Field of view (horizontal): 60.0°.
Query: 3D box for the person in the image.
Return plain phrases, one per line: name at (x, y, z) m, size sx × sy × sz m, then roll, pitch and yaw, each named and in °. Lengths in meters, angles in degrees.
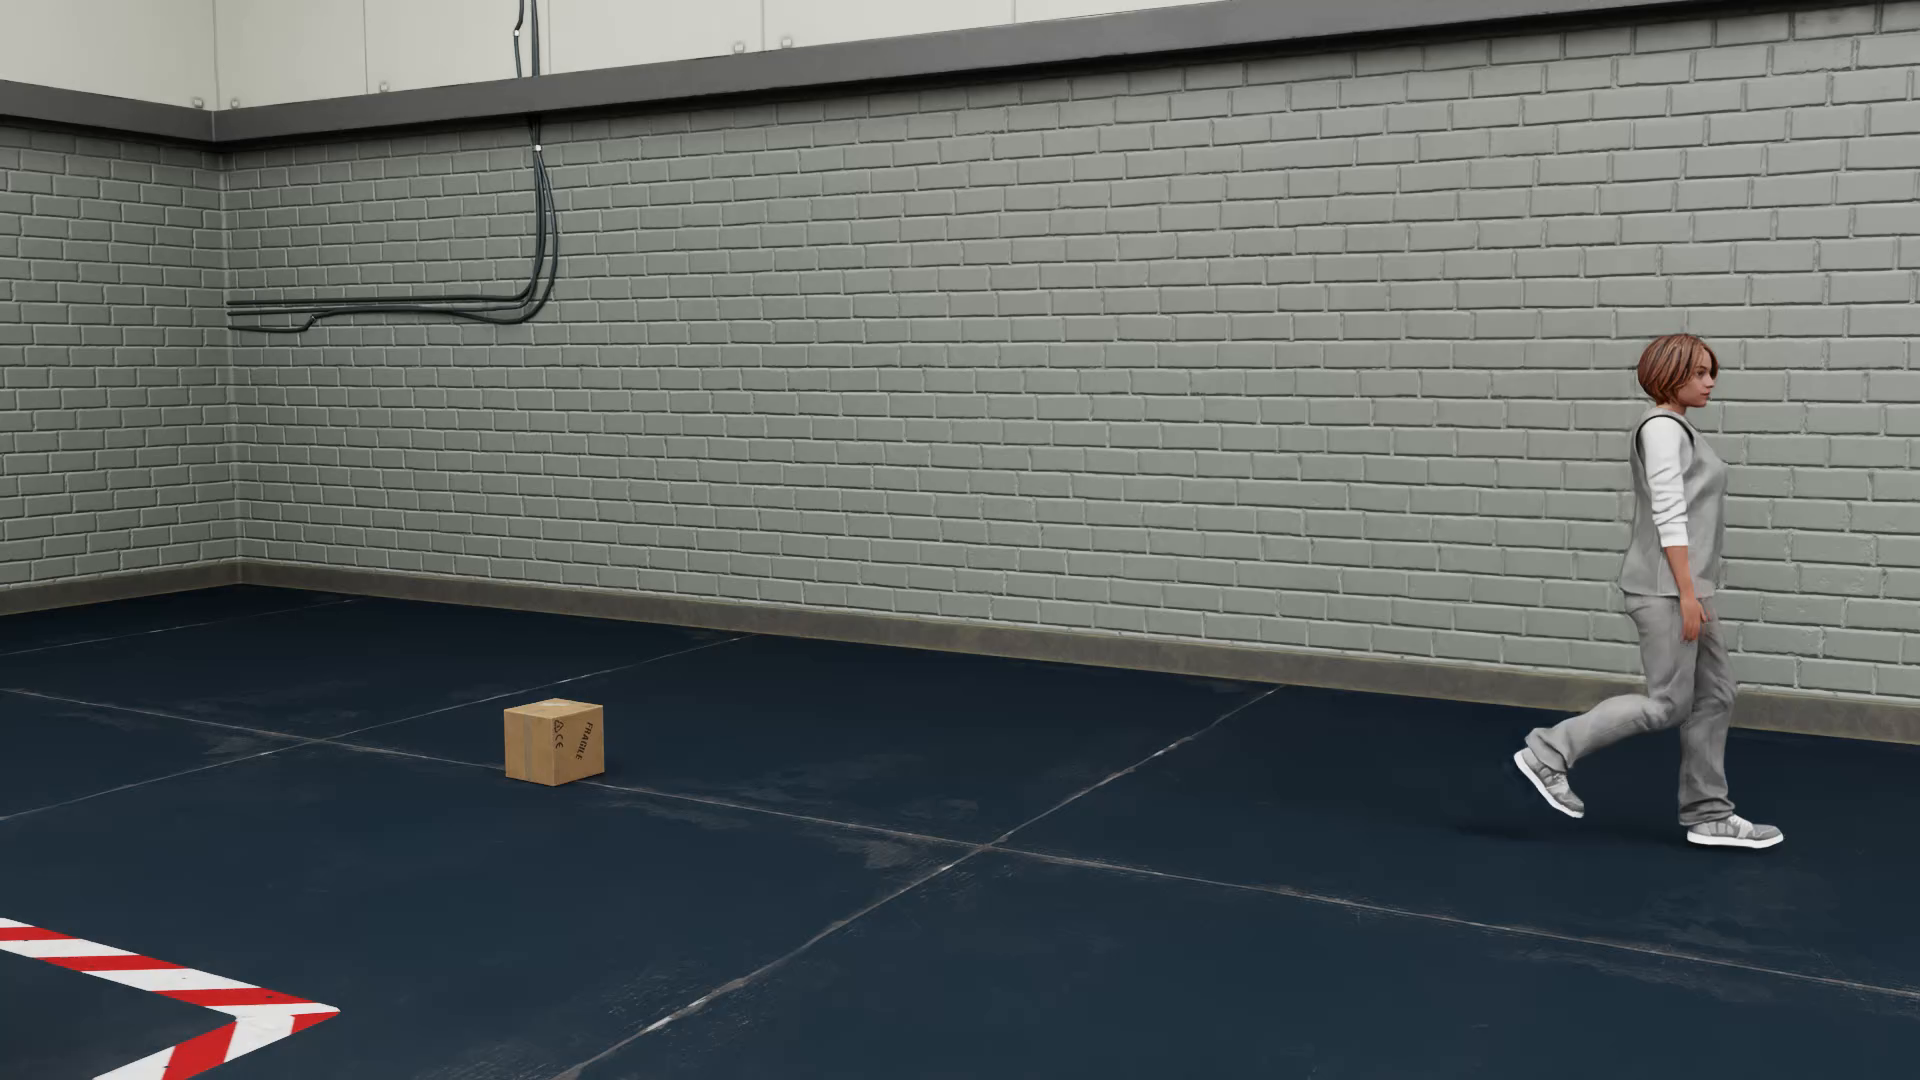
person at (2.134, 0.152, 5.098) m, size 0.775 × 1.564 × 0.439 m, roll 3°, pitch 7°, yaw 25°
